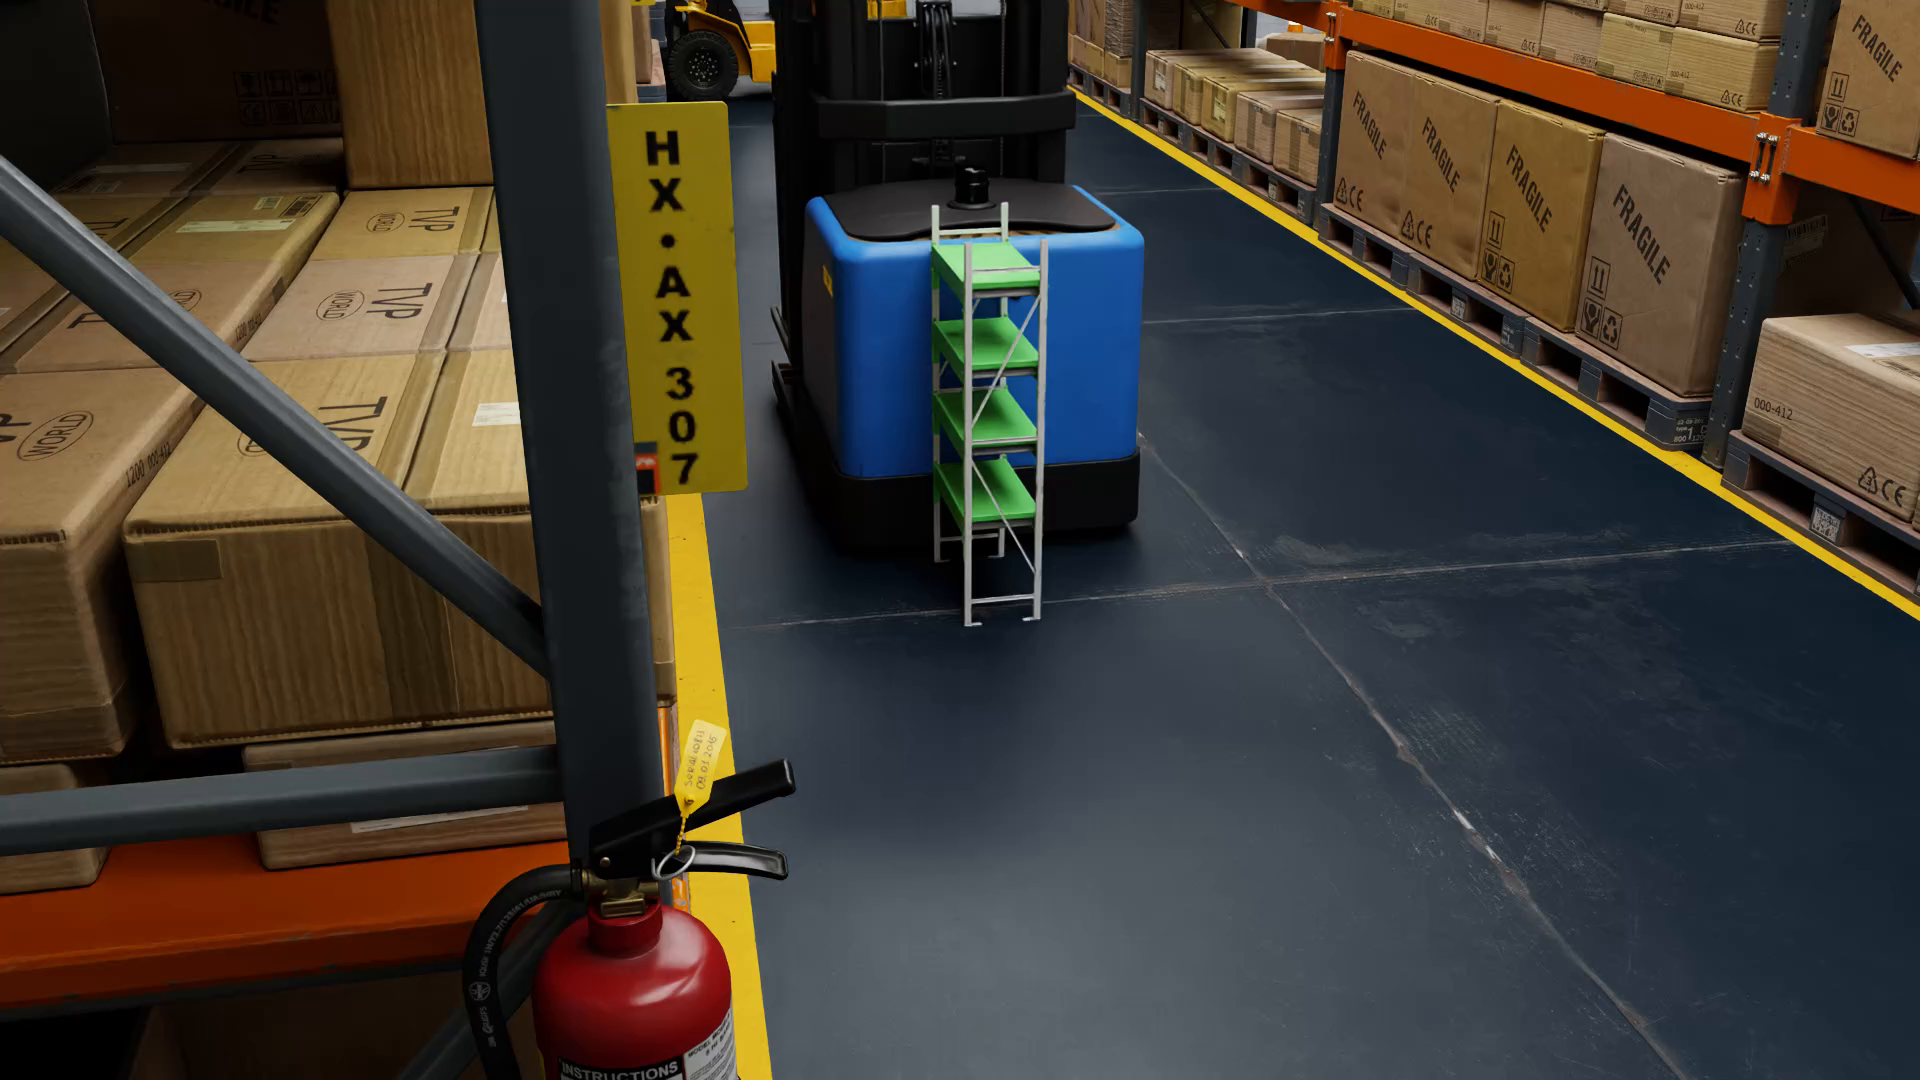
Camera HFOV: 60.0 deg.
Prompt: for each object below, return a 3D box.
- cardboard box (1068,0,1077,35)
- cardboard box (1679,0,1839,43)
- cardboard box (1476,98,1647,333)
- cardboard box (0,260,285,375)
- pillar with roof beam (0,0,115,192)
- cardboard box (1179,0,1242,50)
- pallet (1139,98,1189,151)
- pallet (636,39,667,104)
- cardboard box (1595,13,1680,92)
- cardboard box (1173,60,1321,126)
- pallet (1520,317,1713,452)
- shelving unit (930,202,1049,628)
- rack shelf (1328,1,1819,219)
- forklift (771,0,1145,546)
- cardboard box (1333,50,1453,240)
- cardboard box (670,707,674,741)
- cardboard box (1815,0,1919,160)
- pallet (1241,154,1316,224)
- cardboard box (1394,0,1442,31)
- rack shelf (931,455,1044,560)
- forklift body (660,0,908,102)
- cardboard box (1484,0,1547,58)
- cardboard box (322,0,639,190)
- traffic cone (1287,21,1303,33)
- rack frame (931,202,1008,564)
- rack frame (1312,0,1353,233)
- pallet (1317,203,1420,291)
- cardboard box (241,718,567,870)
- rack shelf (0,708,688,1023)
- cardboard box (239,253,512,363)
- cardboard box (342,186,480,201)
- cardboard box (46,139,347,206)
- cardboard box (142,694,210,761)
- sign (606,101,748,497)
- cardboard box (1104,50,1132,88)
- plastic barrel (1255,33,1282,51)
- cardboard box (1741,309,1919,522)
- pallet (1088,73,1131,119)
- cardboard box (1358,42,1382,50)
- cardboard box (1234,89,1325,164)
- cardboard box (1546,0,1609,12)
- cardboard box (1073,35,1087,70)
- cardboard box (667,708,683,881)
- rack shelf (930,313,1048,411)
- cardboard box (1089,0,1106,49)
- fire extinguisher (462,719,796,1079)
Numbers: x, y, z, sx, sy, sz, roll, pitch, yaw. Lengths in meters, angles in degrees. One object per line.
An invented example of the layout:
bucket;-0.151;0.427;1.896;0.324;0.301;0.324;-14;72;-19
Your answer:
cardboard box;1.223;-4.940;15.288;0.500;0.500;0.500;-4;24;-9
cardboard box;3.053;-2.011;6.168;0.500;0.250;0.500;-4;24;-10
cardboard box;3.006;-1.506;7.581;0.875;0.875;0.875;-4;24;-8
cardboard box;-1.204;-0.184;2.240;0.500;0.250;0.500;-4;24;-10
pillar with roof beam;1.970;-4.053;3.787;9.100;9.000;0.400;-4;24;-10
cardboard box;2.051;-4.370;13.981;0.500;0.500;0.500;-3;24;-7
pallet;2.040;-3.257;12.945;1.003;0.211;1.213;-4;24;-10
pallet;-1.544;-1.560;5.815;1.003;0.211;1.213;-4;24;-10
cardboard box;2.950;-1.984;6.733;0.500;0.250;0.500;-5;24;-10
cardboard box;2.130;-3.341;12.410;0.950;0.372;0.625;-3;24;-6
pallet;3.157;-0.715;7.123;1.003;0.211;1.213;-4;24;-10
shelving unit;0.081;-0.388;5.139;0.258;1.200;0.503;-5;24;-11
rack shelf;3.004;-2.152;7.828;1.077;0.370;4.000;-4;24;-10
forklift;-0.189;-1.884;6.401;1.130;2.935;3.031;-5;24;-11
cardboard box;2.680;-2.209;9.190;0.875;0.875;0.875;-5;24;-10
cardboard box;-1.096;0.206;4.130;0.700;0.500;0.500;-5;24;-12
cardboard box;3.203;-1.537;5.396;0.500;0.500;0.500;-4;24;-8
pallet;2.491;-2.298;10.747;1.003;0.211;1.213;-4;24;-10
cardboard box;2.589;-2.788;8.572;0.500;0.250;0.500;-5;24;-11
rack shelf;0.081;-0.109;5.260;0.258;0.148;0.480;-5;24;-11
forklift body;-1.579;-5.046;14.617;2.313;2.155;1.214;-4;24;-10
cardboard box;2.775;-2.387;7.655;0.500;0.250;0.500;-4;24;-10
cardboard box;-0.861;-0.952;3.061;0.500;0.500;0.500;-4;24;-8
traffic cone;3.530;-5.394;17.523;0.336;0.463;0.334;-4;24;-10
rack frame;0.031;-0.483;5.357;0.240;1.200;0.015;-5;24;-11
rack frame;2.634;-3.268;9.485;1.000;3.000;0.127;-4;24;-10
pallet;2.706;-1.675;9.320;1.003;0.211;1.213;-4;24;-10
cardboard box;-0.555;0.213;1.828;0.380;0.149;0.250;-4;24;-10
rack shelf;-1.134;-0.210;3.381;1.077;0.370;4.000;-4;24;-10
cardboard box;-0.677;-0.217;2.314;0.500;0.250;0.500;-4;24;-9
cardboard box;-0.889;-0.616;3.227;0.500;0.250;0.500;-5;24;-11
cardboard box;-1.388;-0.585;3.158;0.500;0.250;0.500;-4;24;-10
cardboard box;-1.076;0.148;1.978;0.380;0.149;0.250;-4;24;-8
sign;-0.231;-0.189;1.354;0.100;0.325;0.005;-4;24;-10
cardboard box;1.521;-3.986;14.041;0.500;0.250;0.500;-3;24;-7
plastic barrel;3.024;-4.534;15.602;0.512;0.421;0.421;13;27;27
cardboard box;3.384;-0.458;5.728;0.875;0.438;0.875;-5;24;-11
pallet;1.735;-3.825;14.244;1.003;0.211;1.213;-4;24;-10
cardboard box;3.638;-4.186;13.765;0.500;0.500;0.500;-4;24;-10
cardboard box;2.395;-2.769;11.101;0.950;0.372;0.625;-5;24;-11
cardboard box;2.852;-2.410;7.083;0.500;0.250;0.500;-4;24;-8
cardboard box;1.323;-4.396;14.977;0.500;0.250;0.500;-4;24;-9
cardboard box;-0.904;0.614;3.195;0.700;0.500;0.500;-3;24;-8
rack shelf;0.081;-0.549;5.068;0.258;0.148;0.480;-5;24;-11
cardboard box;1.425;-4.530;14.349;0.500;0.500;0.500;-4;24;-9
fire extinguisher;-0.283;0.477;1.472;0.296;0.674;0.183;-4;24;-10
